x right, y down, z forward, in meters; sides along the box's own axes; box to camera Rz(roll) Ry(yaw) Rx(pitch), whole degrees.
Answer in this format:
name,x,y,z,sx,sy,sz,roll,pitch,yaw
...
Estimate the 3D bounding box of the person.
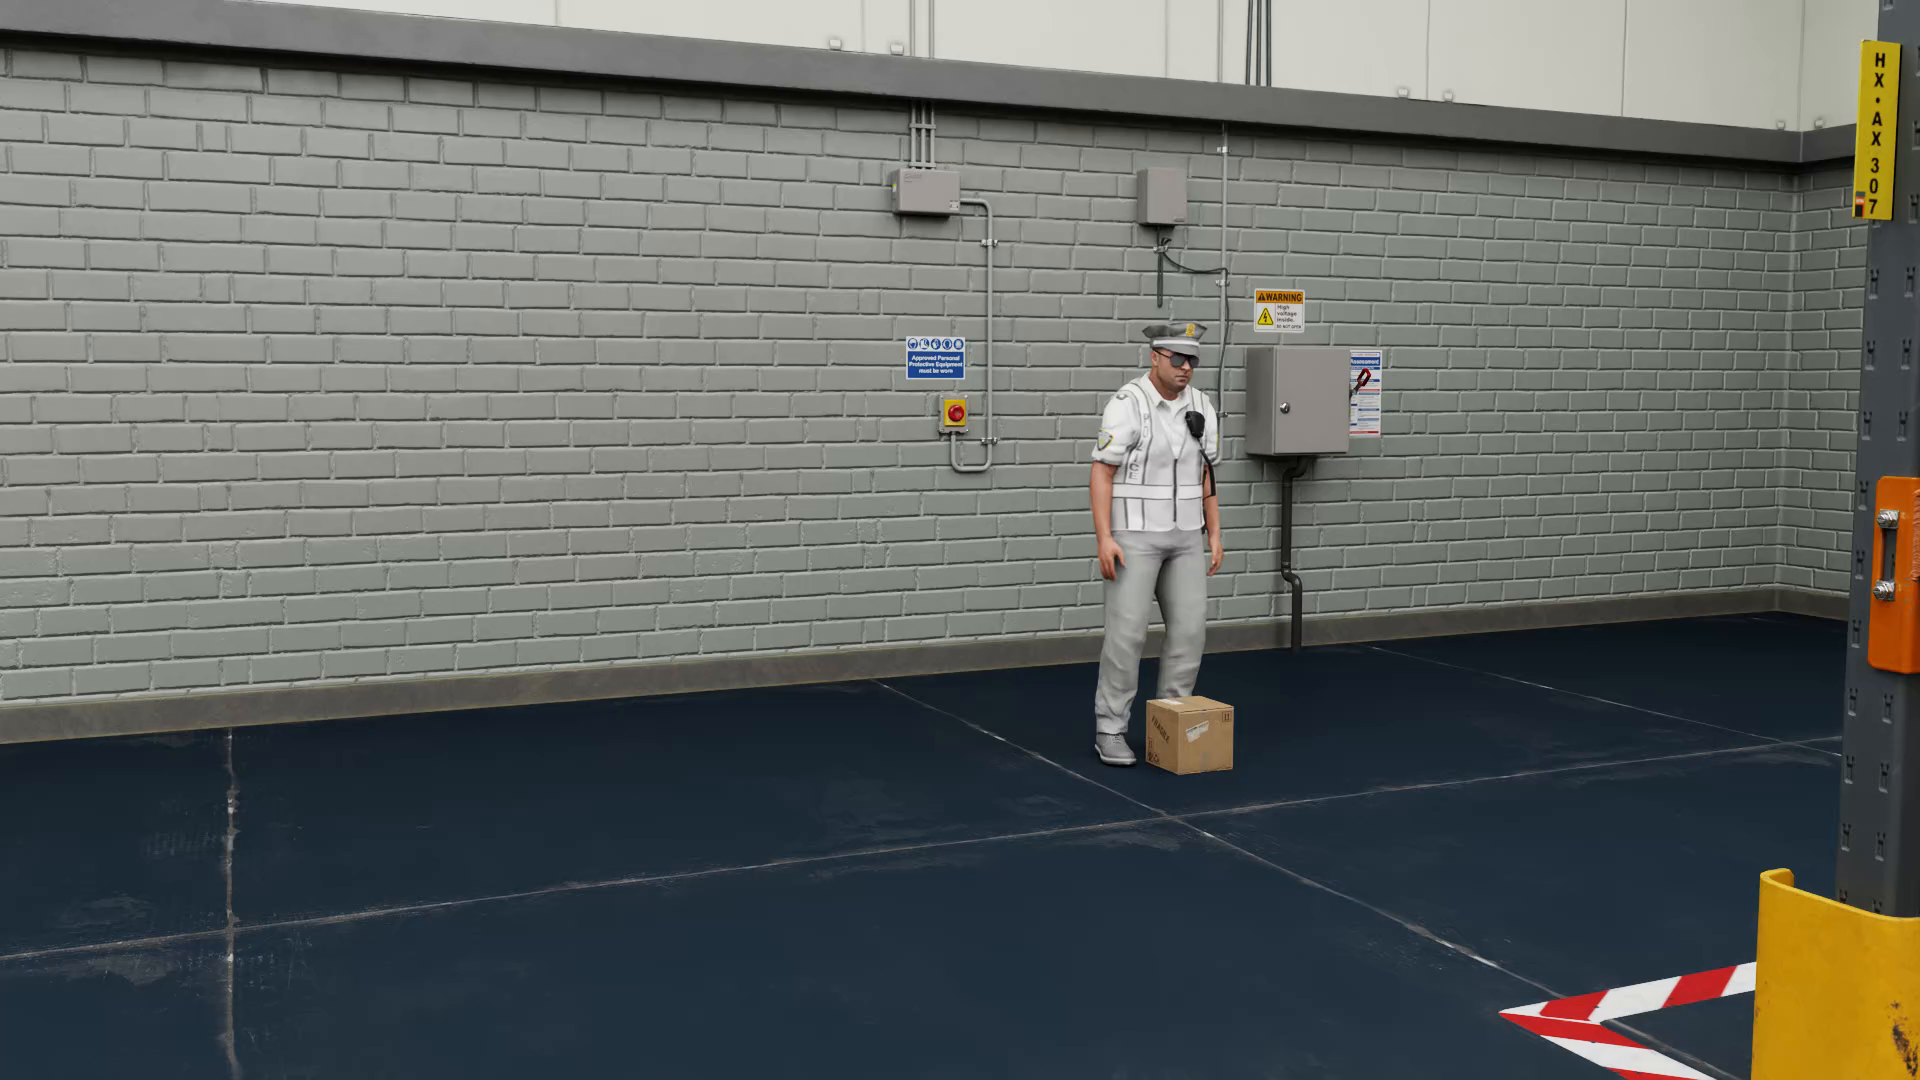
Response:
name,x,y,z,sx,sy,sz,roll,pitch,yaw
person,0.798,-0.001,6.721,0.594,1.748,0.467,-2,6,-25
